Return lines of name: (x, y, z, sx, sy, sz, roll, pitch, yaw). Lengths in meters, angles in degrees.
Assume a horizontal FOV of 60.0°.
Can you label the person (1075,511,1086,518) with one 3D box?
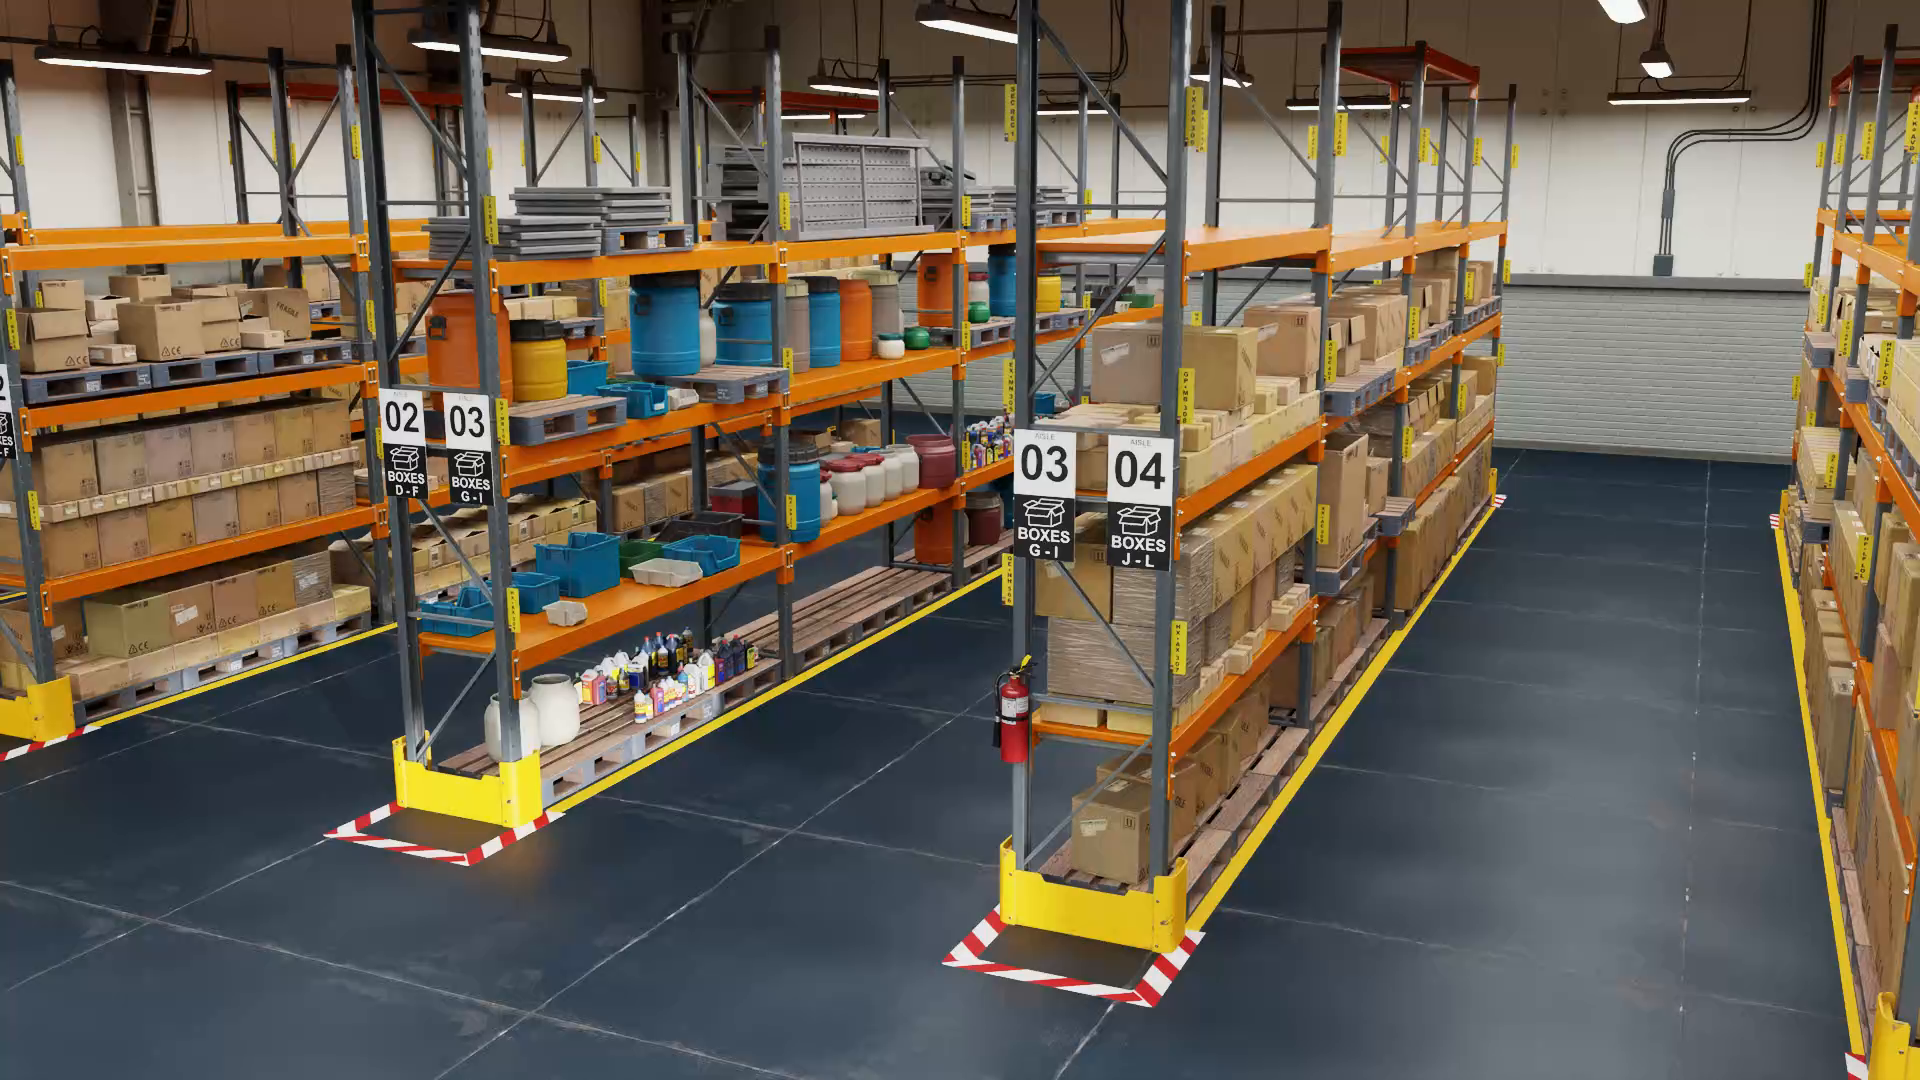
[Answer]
person: (1.168, -0.171, 18.814, 0.589, 1.721, 0.414, 5, 13, 21)
